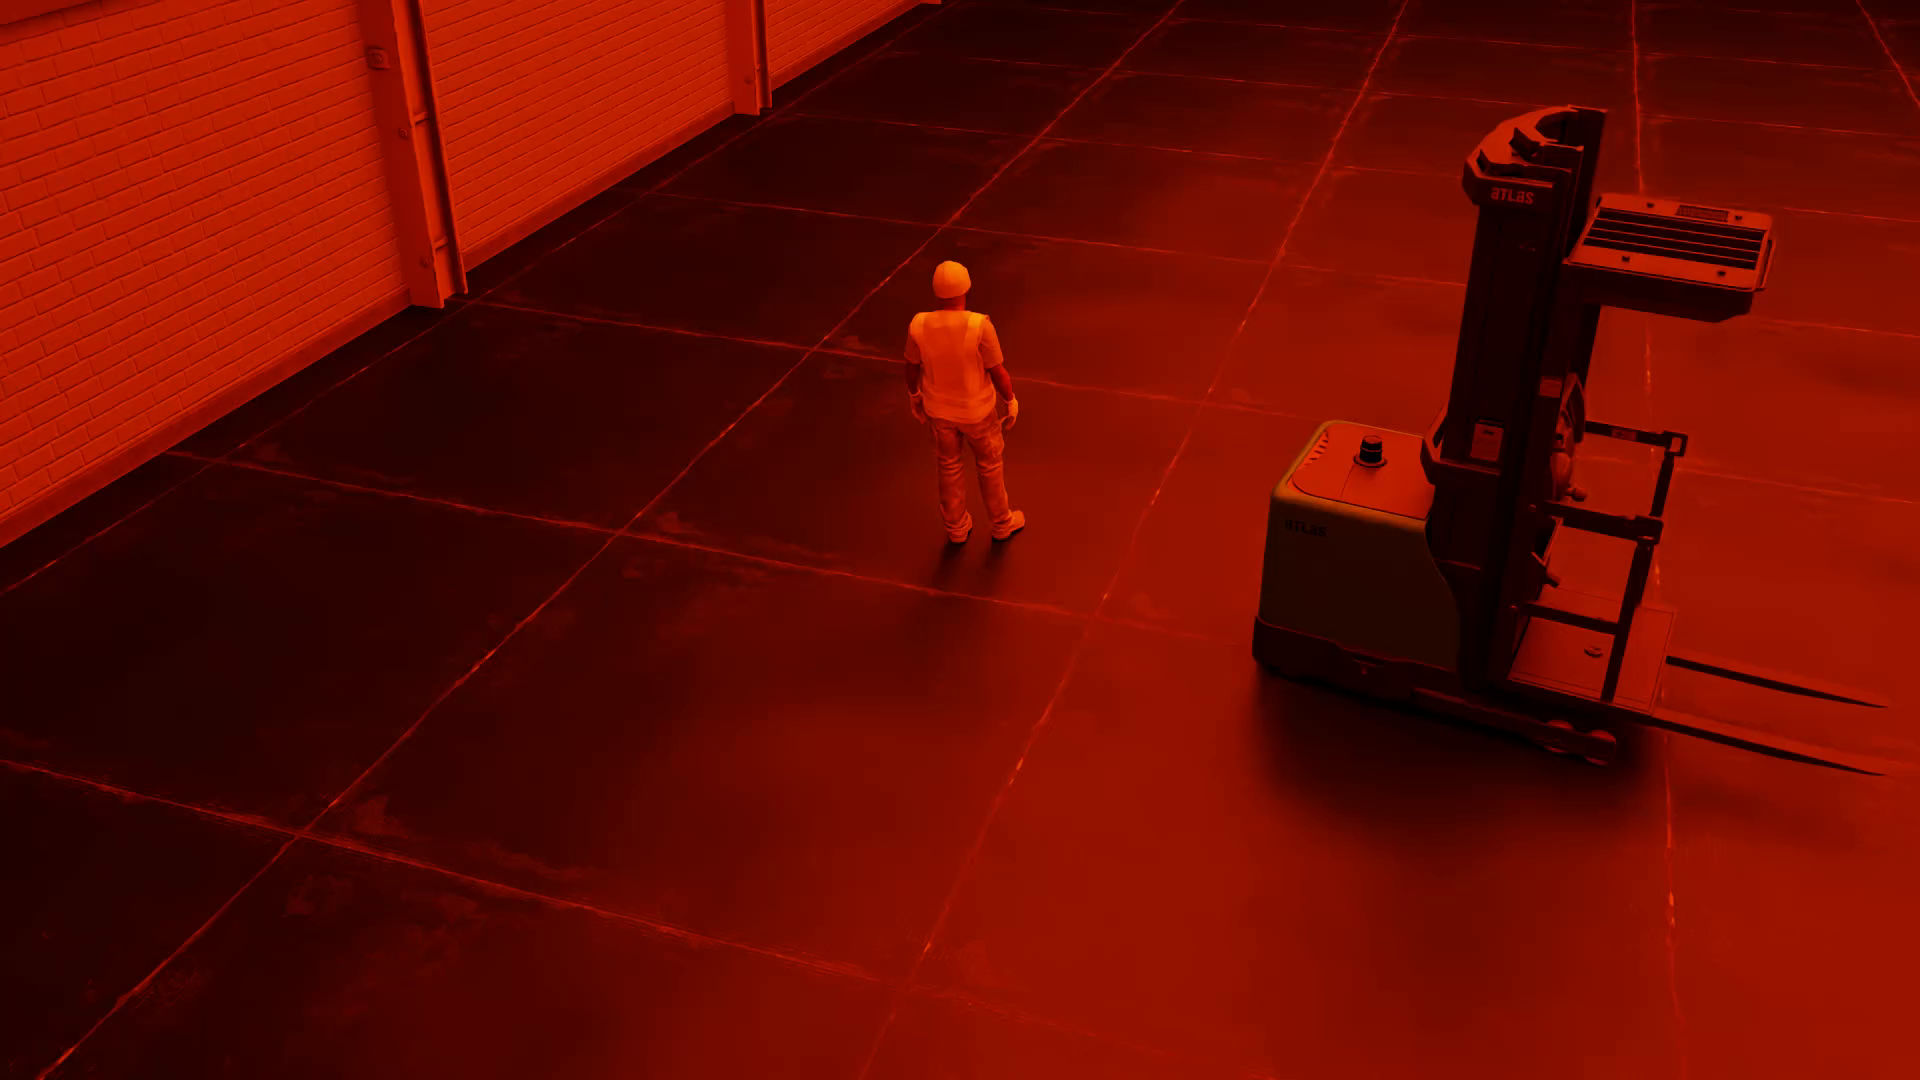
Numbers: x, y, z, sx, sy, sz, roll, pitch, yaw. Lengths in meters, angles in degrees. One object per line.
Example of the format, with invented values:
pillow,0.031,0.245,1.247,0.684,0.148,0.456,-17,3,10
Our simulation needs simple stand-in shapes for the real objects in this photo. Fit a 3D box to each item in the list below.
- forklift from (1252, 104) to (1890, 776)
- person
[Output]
forklift,3.111,-0.474,7.967,3.031,2.935,1.130,14,33,23
person,0.031,-0.814,9.708,0.657,1.785,0.575,10,31,16
